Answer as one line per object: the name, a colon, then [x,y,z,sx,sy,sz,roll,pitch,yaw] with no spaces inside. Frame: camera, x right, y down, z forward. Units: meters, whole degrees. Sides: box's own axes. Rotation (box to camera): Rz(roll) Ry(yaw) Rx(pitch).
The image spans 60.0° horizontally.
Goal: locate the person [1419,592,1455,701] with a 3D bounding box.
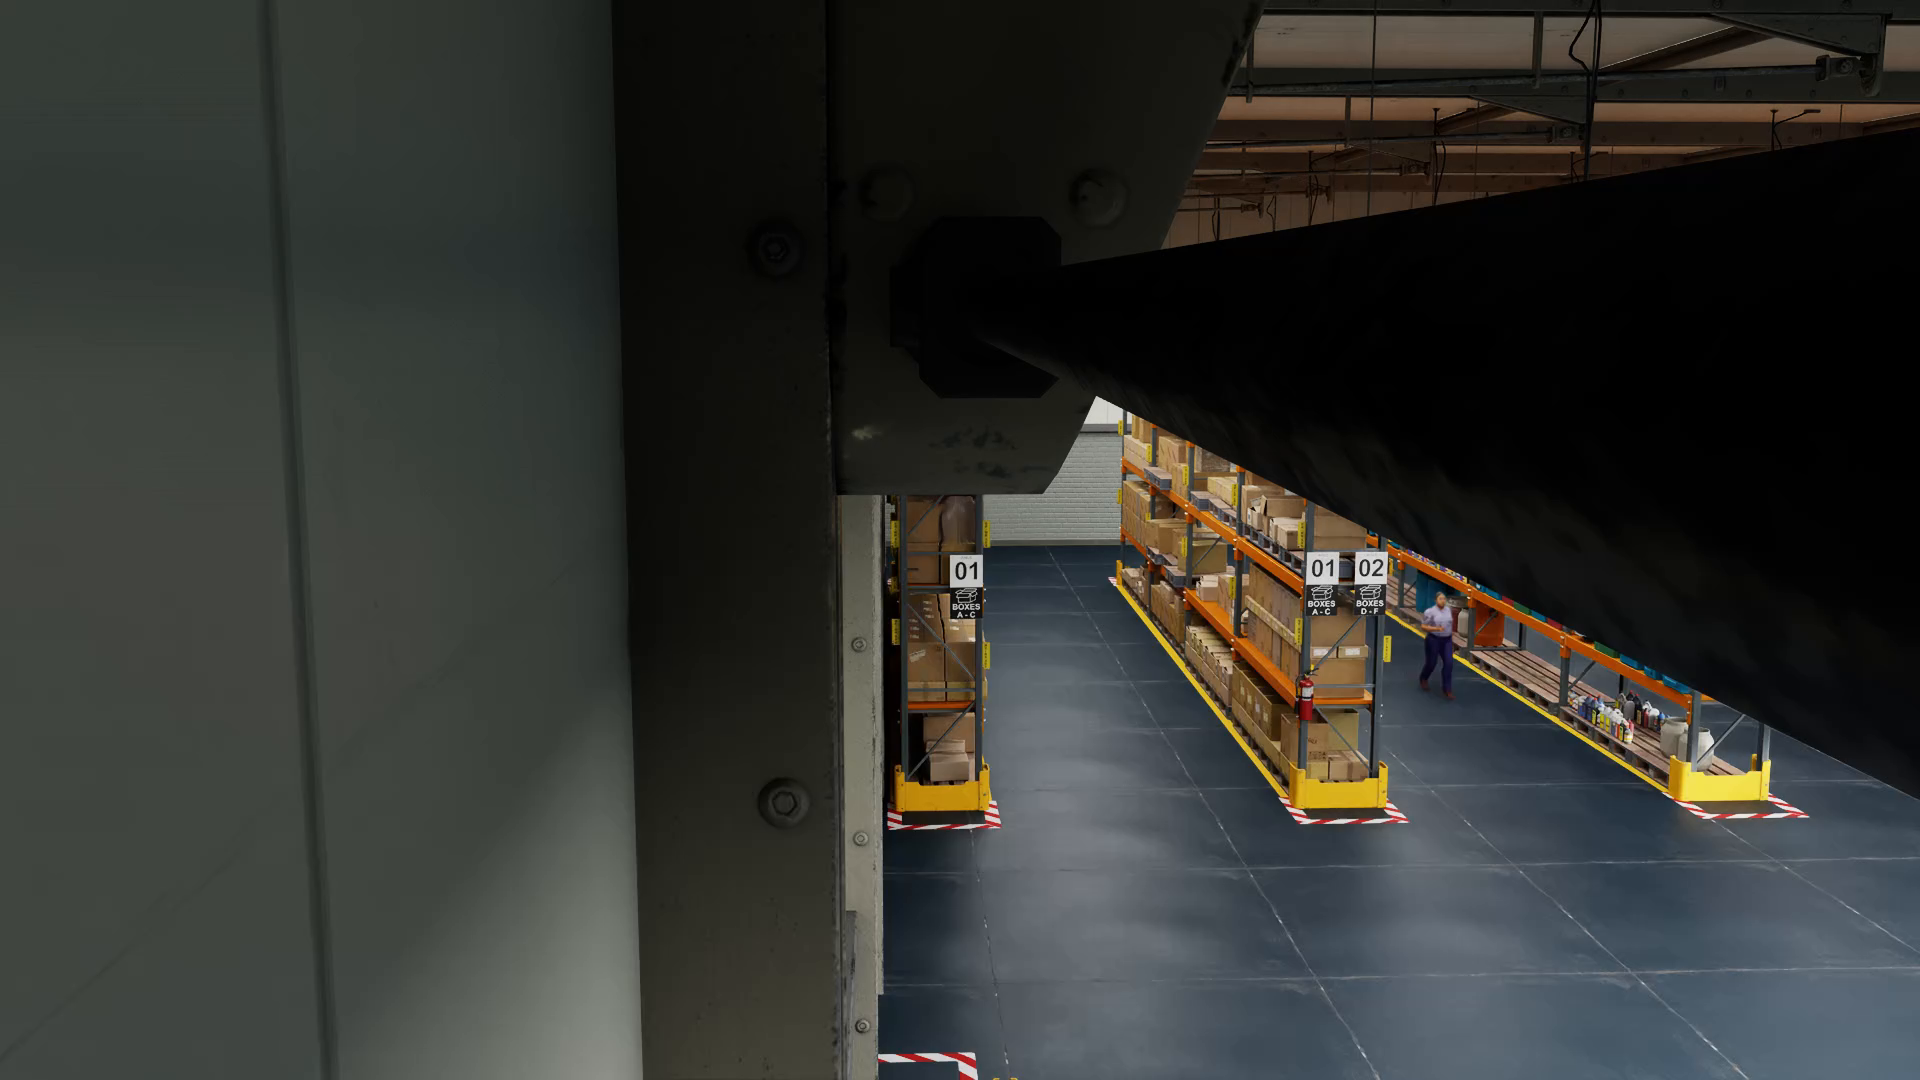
person: [7.560,1.637,26.230,0.608,1.647,0.842,-1,9,-9]
